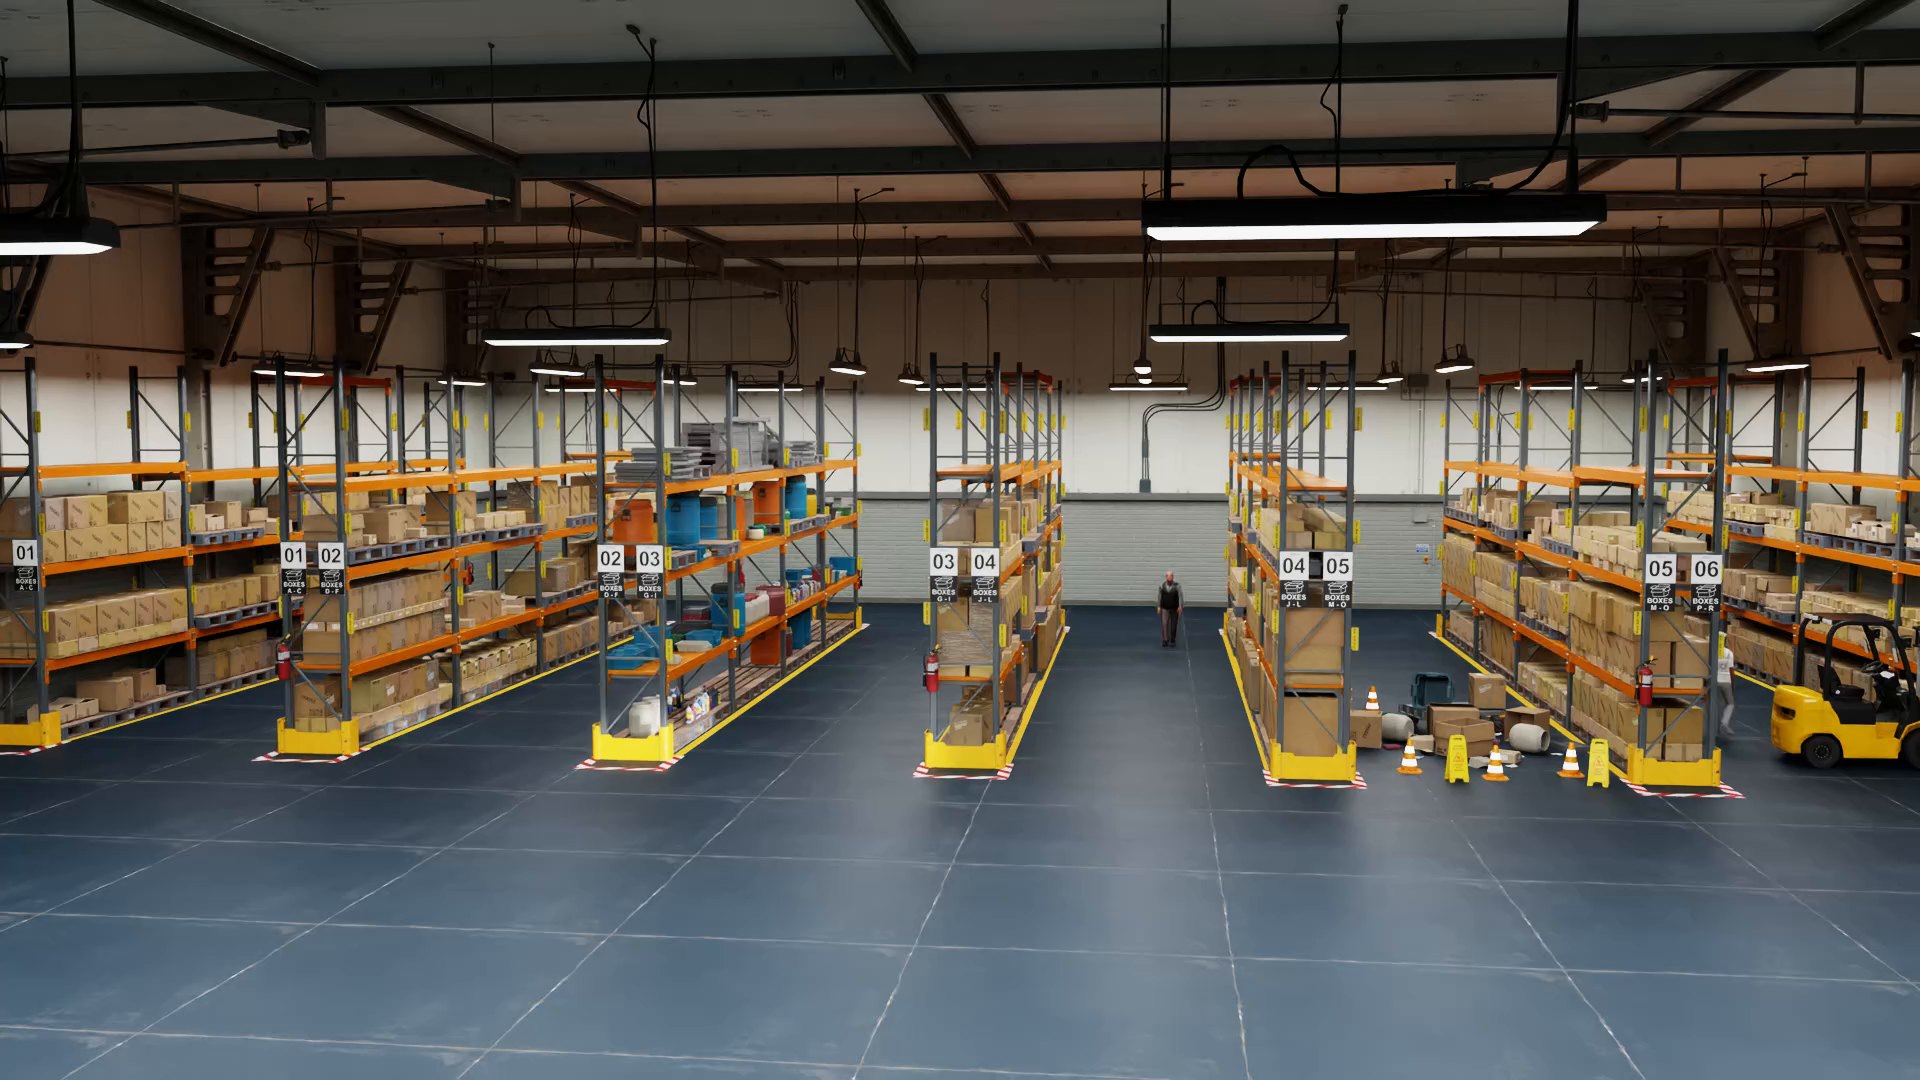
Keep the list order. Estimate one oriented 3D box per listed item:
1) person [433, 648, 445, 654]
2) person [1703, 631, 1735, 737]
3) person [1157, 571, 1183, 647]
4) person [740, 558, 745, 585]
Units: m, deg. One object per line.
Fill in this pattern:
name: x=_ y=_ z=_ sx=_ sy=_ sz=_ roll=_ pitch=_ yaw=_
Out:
person: x=-10.591 y=1.848 z=33.644 sx=0.460 sy=1.514 sz=0.781 roll=1 pitch=4 yaw=16
person: x=12.066 y=2.303 z=26.420 sx=0.500 sy=1.672 sz=0.466 roll=2 pitch=4 yaw=24
person: x=4.690 y=1.533 z=37.104 sx=0.579 sy=1.663 sz=1.074 roll=1 pitch=4 yaw=9
person: x=-5.441 y=1.265 z=40.806 sx=0.406 sy=1.751 sz=0.576 roll=-1 pitch=4 yaw=-8
